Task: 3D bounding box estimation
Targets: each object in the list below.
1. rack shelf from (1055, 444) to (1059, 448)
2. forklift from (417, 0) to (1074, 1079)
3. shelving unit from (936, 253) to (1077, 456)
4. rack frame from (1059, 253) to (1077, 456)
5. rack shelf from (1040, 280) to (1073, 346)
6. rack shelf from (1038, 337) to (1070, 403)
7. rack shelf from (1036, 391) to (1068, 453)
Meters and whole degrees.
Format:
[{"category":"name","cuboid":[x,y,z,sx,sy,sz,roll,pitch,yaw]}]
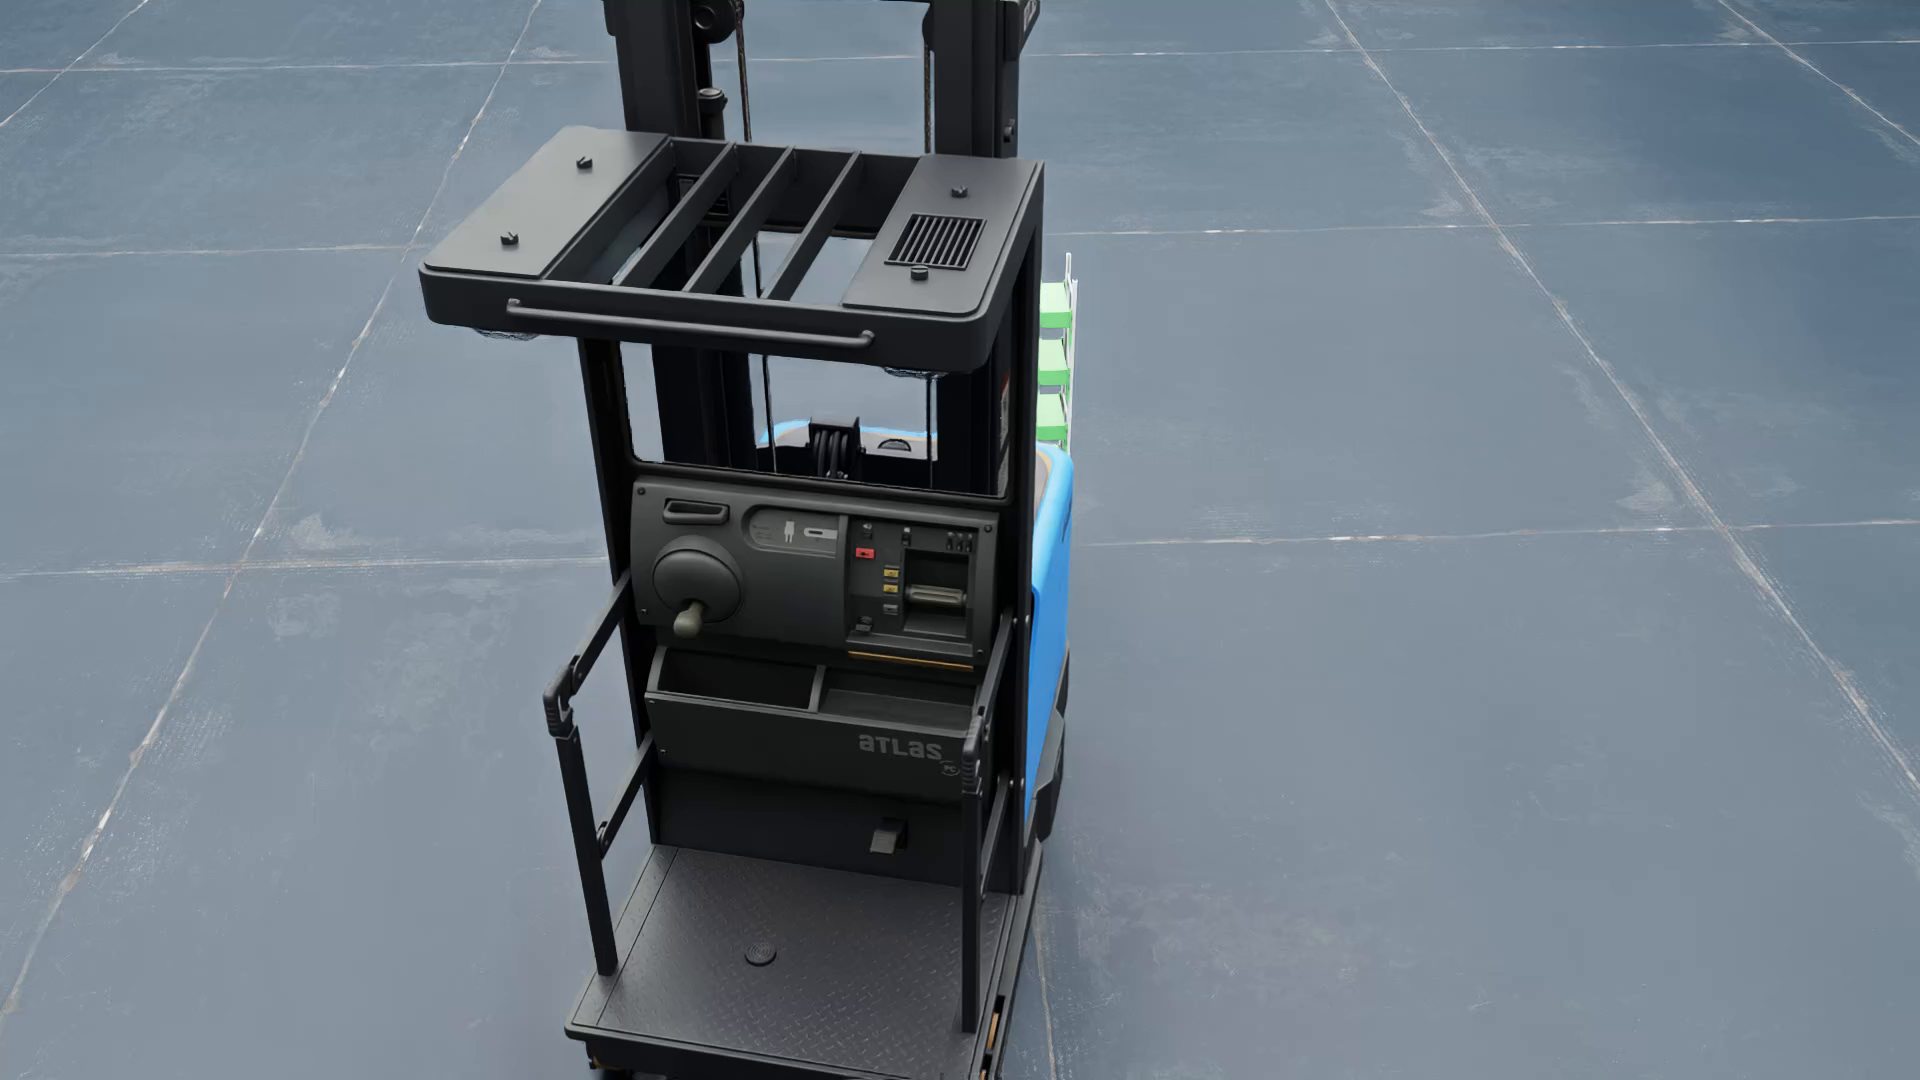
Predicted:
[{"category":"rack shelf","cuboid":[0.165,-0.248,6.588,0.480,0.148,0.258,-2,35,-2]},{"category":"forklift","cuboid":[-0.408,0.144,3.966,1.130,2.935,3.031,6,35,9]},{"category":"shelving unit","cuboid":[0.165,-0.498,6.415,0.503,1.200,0.258,-2,35,-2]},{"category":"rack frame","cuboid":[0.409,-0.504,6.424,0.015,1.200,0.240,-2,35,-2]},{"category":"rack shelf","cuboid":[0.165,-0.840,6.178,0.480,0.148,0.258,-2,35,-2]},{"category":"rack shelf","cuboid":[0.165,-0.643,6.315,0.480,0.148,0.258,-2,35,-2]},{"category":"rack shelf","cuboid":[0.165,-0.445,6.451,0.480,0.148,0.258,-2,35,-2]}]
